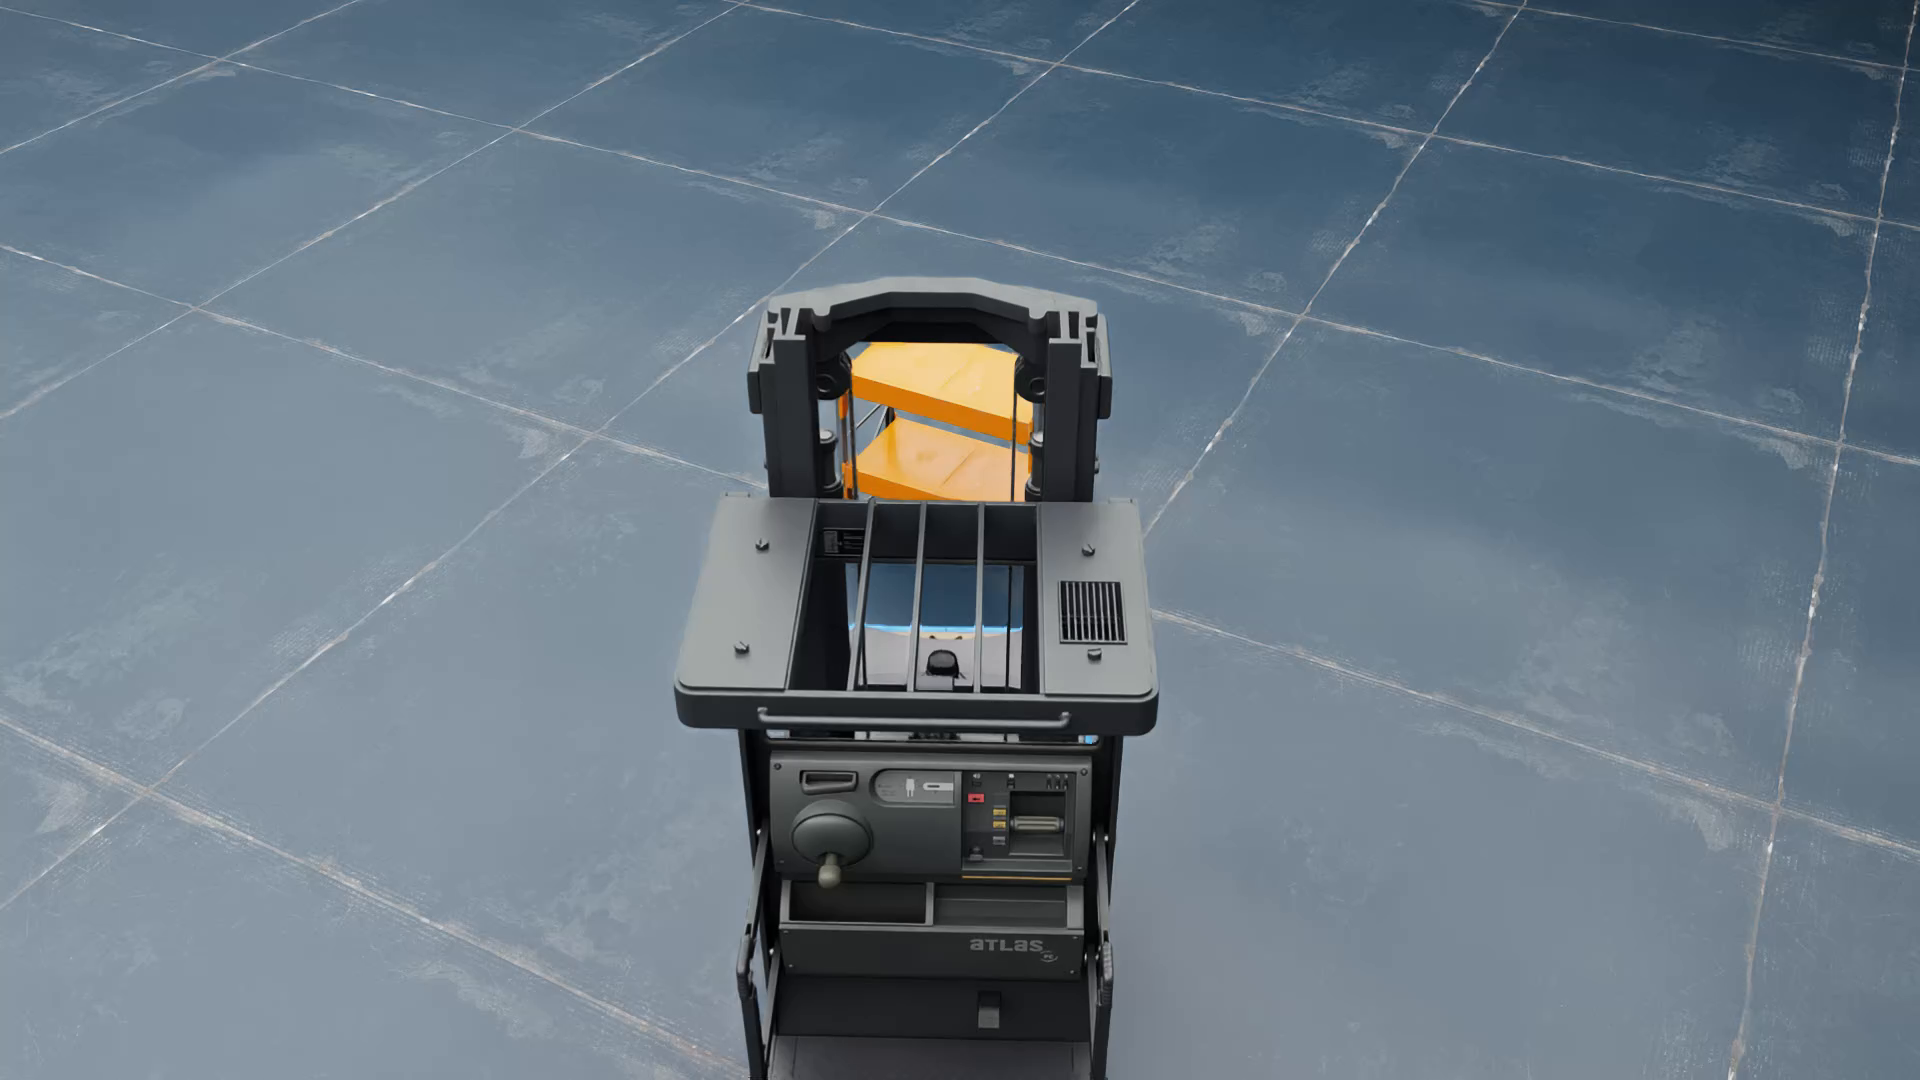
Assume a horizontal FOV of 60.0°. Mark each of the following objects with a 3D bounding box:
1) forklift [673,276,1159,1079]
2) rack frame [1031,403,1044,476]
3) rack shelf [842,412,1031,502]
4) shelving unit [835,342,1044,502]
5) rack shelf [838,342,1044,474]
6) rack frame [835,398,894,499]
[{"bbox_3d":[-0.089,0.886,4.659,1.130,2.935,3.031,1,37,1],"label":"forklift"},{"bbox_3d":[0.445,-0.309,7.726,0.032,1.125,0.500,17,41,21],"label":"rack frame"},{"bbox_3d":[-0.006,-0.255,8.060,1.000,0.278,0.538,17,41,21],"label":"rack shelf"},{"bbox_3d":[-0.006,-0.450,7.912,1.048,1.125,0.538,17,41,21],"label":"shelving unit"},{"bbox_3d":[-0.006,-0.683,7.735,1.000,0.278,0.538,17,41,21],"label":"rack shelf"},{"bbox_3d":[-0.457,-0.591,8.099,0.032,1.125,0.500,17,41,21],"label":"rack frame"}]
